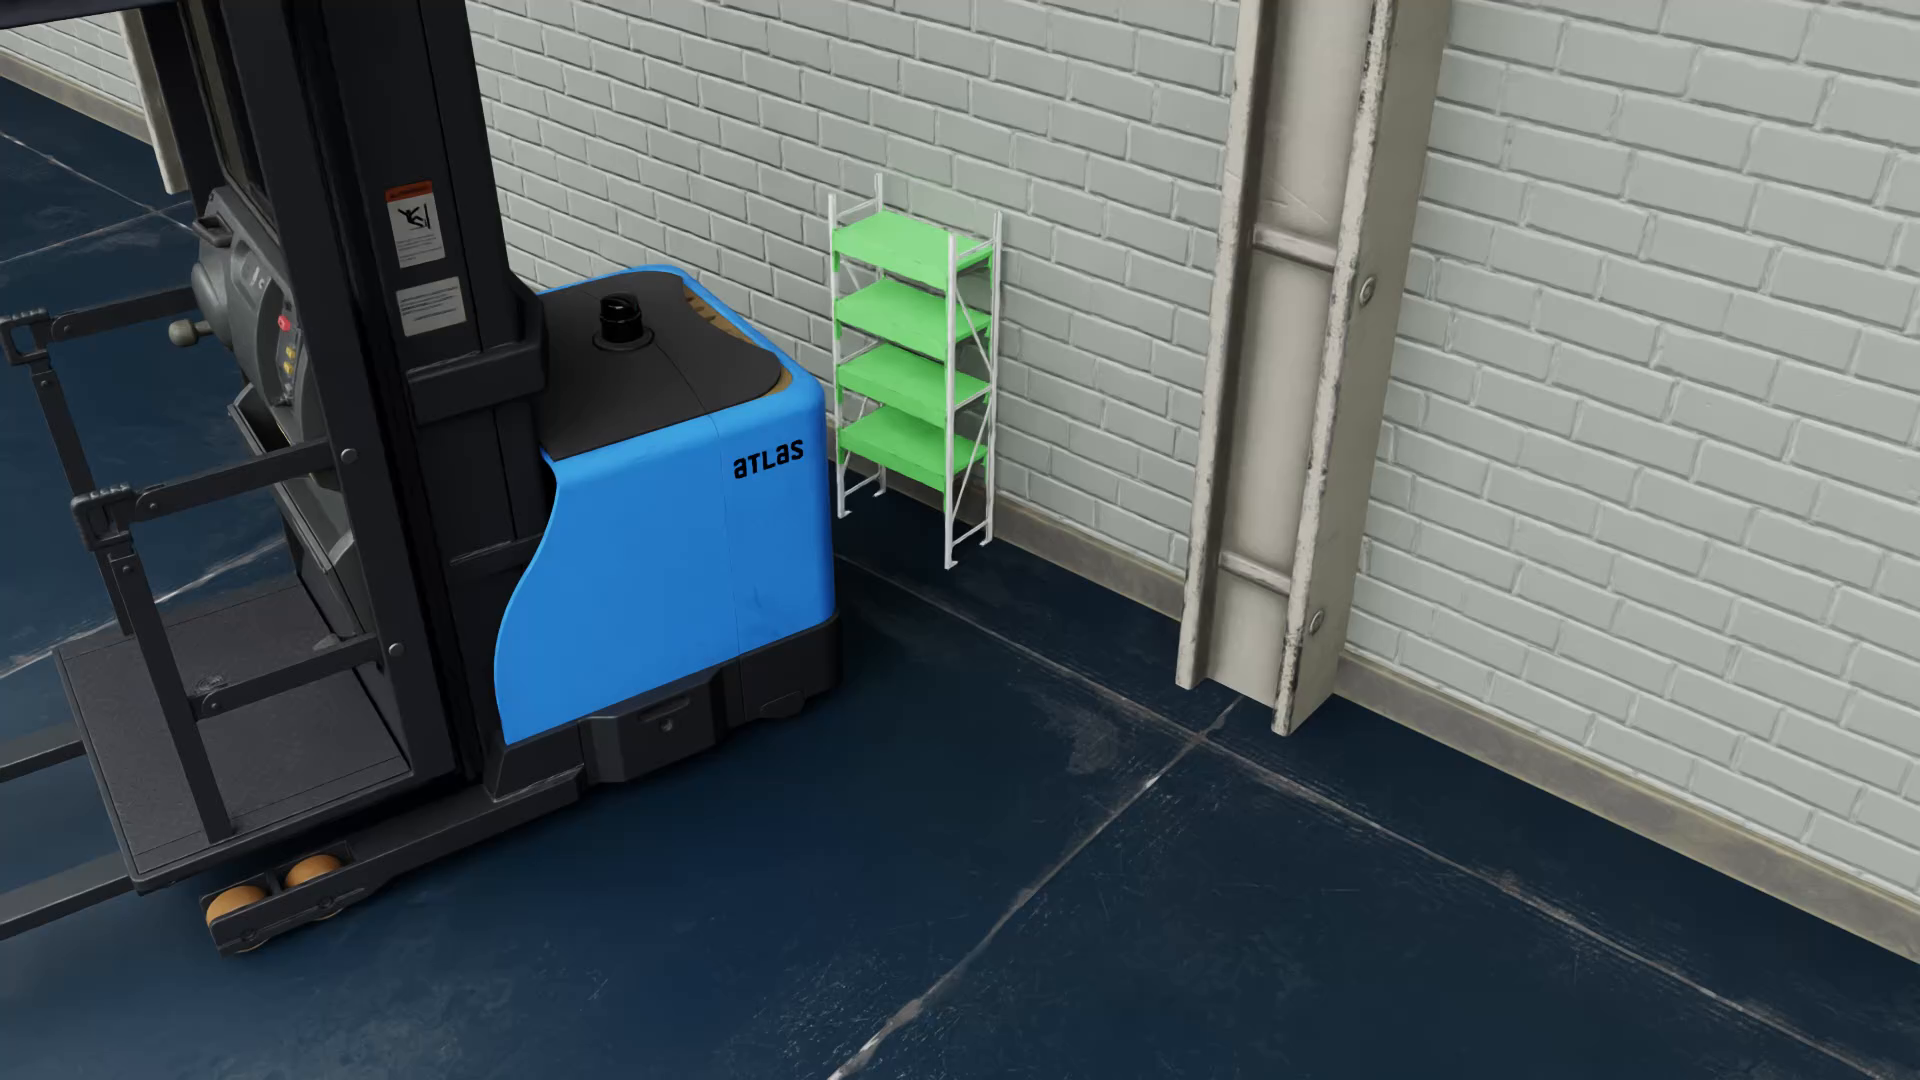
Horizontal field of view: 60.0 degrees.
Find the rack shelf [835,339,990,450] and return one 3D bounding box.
[{"bbox_3d":[-0.151,-0.487,5.507,0.480,0.148,0.258,25,40,31],"label":"rack shelf"}]

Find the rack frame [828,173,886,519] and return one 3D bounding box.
[{"bbox_3d":[-0.339,-0.628,5.599,0.015,1.200,0.240,25,40,31],"label":"rack frame"}]

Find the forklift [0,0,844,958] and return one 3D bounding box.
[{"bbox_3d":[-1.861,-0.505,3.896,3.031,2.935,1.130,-21,40,-27],"label":"forklift"}]

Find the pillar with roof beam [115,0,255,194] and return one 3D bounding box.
[{"bbox_3d":[-6.457,-3.566,2.994,0.400,9.000,9.100,25,42,32],"label":"pillar with roof beam"}]

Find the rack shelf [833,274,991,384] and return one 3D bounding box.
[{"bbox_3d":[-0.148,-0.687,5.374,0.480,0.148,0.258,25,40,31],"label":"rack shelf"}]

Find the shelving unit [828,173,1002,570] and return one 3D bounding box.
[{"bbox_3d":[-0.150,-0.540,5.471,0.503,1.200,0.258,25,40,31],"label":"shelving unit"}]

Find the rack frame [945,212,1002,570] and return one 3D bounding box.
[{"bbox_3d":[0.039,-0.453,5.344,0.015,1.200,0.240,25,40,31],"label":"rack frame"}]

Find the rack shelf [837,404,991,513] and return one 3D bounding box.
[{"bbox_3d":[-0.155,-0.287,5.639,0.480,0.148,0.258,25,40,31],"label":"rack shelf"}]

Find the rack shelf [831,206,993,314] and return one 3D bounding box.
[{"bbox_3d":[-0.144,-0.888,5.242,0.480,0.148,0.258,25,40,31],"label":"rack shelf"}]
